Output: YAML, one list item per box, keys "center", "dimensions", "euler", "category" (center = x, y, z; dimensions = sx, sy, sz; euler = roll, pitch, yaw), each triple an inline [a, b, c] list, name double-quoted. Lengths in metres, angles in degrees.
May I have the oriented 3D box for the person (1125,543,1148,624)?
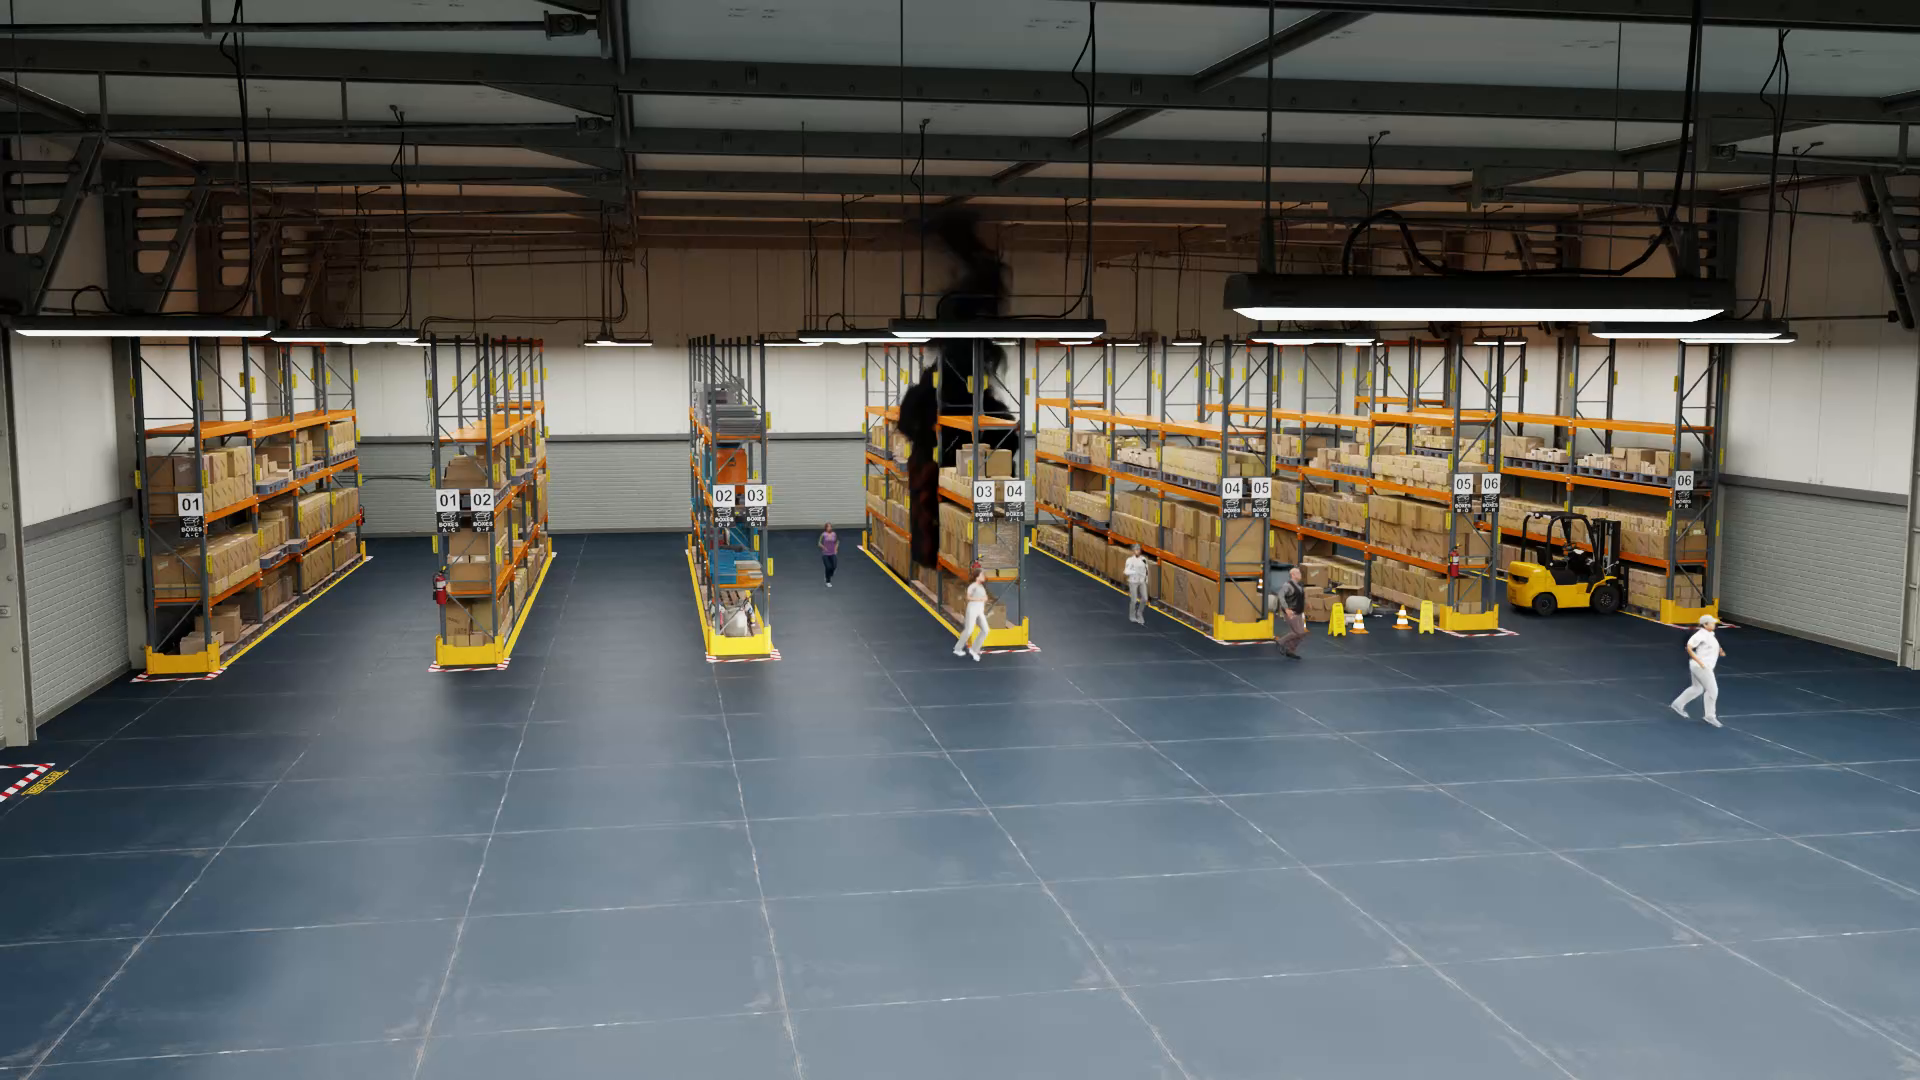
- center: [3.726, 0.916, 34.733]
  dimensions: [0.594, 1.712, 0.638]
  euler: [-2, 7, -14]
  category: "person"

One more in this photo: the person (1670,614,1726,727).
- center: [11.346, 1.980, 25.526]
  dimensions: [0.789, 1.709, 0.577]
  euler: [4, 8, 31]
  category: "person"

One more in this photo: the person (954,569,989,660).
- center: [0.297, 1.376, 30.925]
  dimensions: [0.685, 1.673, 0.578]
  euler: [6, 9, 42]
  category: "person"

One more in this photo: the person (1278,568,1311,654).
- center: [6.217, 1.329, 30.854]
  dimensions: [0.534, 1.625, 0.676]
  euler: [5, 8, 39]
  category: "person"

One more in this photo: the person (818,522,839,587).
- center: [-3.145, 0.356, 40.142]
  dimensions: [0.549, 1.558, 0.526]
  euler: [-2, 7, -20]
  category: "person"
